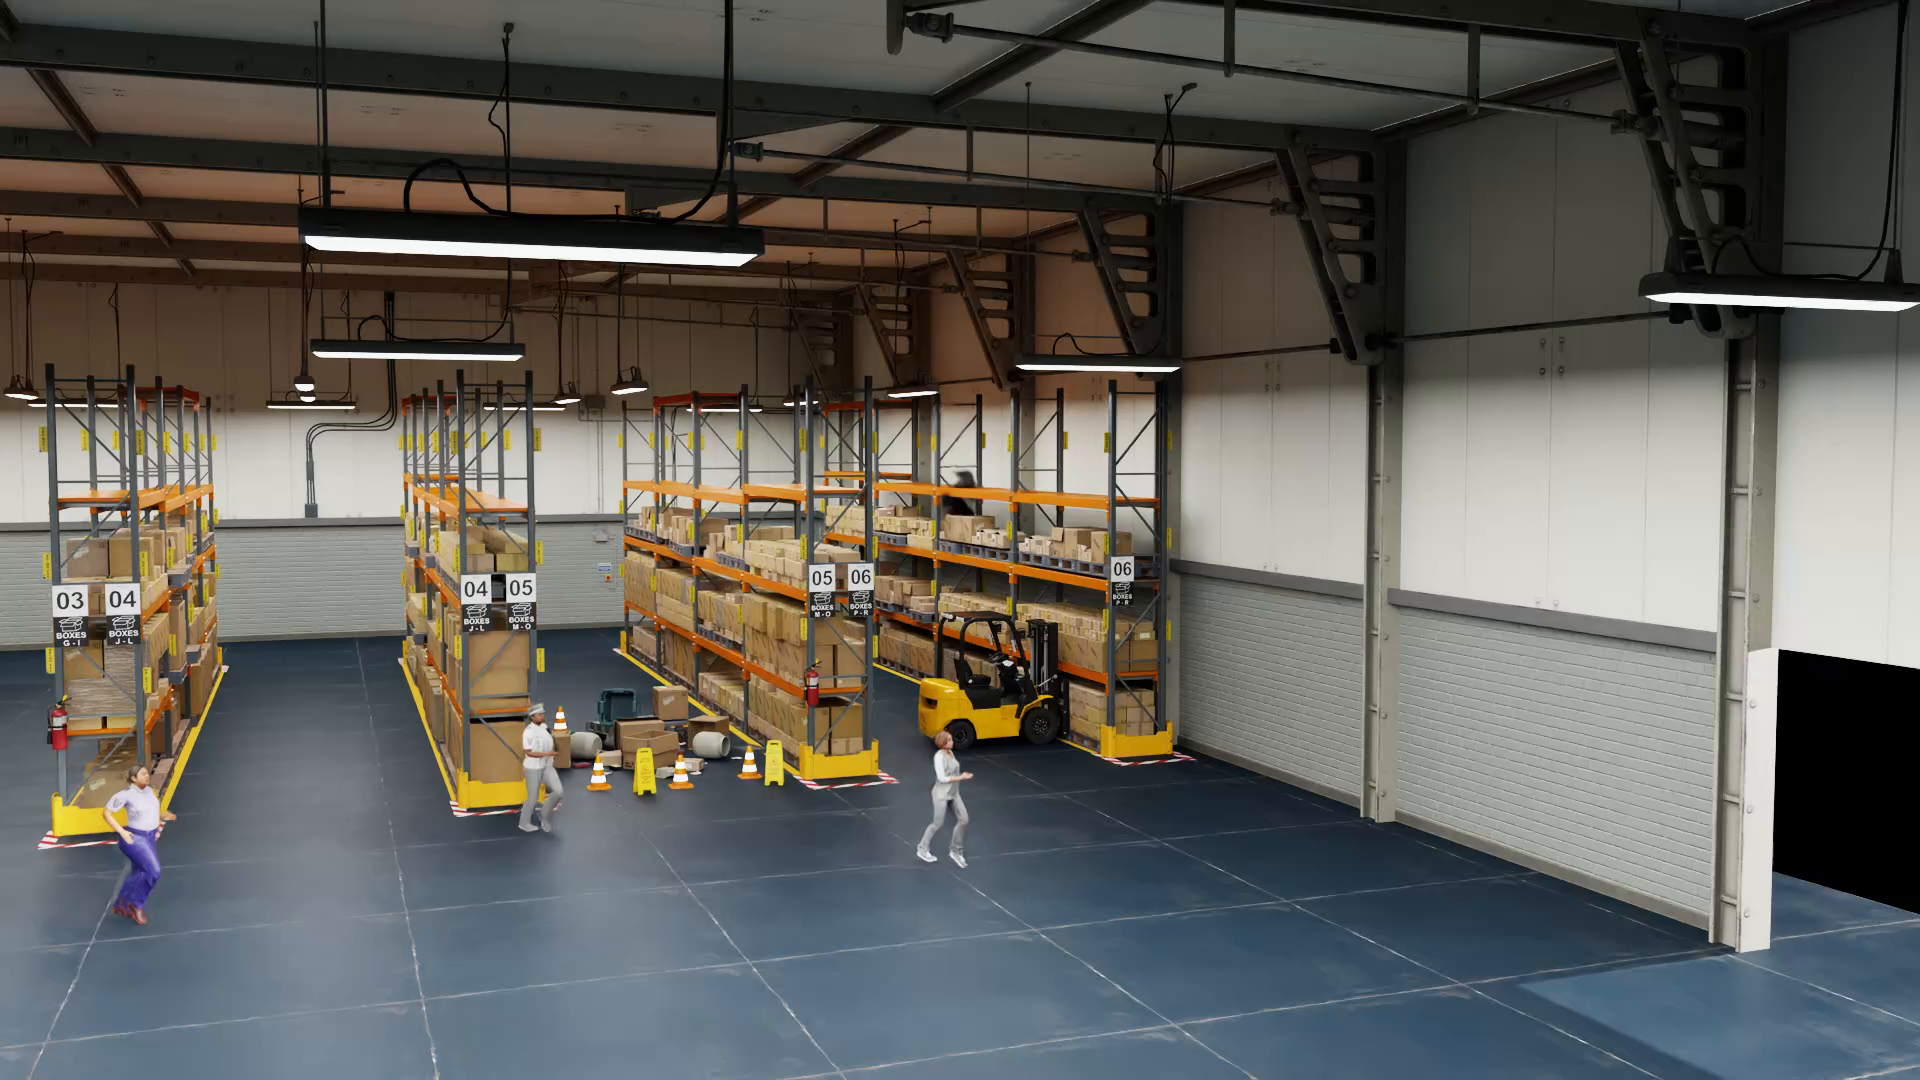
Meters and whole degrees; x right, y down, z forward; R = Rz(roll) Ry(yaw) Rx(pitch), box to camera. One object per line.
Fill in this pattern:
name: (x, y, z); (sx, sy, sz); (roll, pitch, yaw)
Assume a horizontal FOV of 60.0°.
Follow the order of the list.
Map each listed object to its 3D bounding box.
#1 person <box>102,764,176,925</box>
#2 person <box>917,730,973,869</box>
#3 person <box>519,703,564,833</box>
person: (-8.570, 3.272, 17.401); (0.693, 1.481, 0.579); (0, 3, 3)
person: (-0.172, 3.053, 19.587); (0.711, 1.638, 0.504); (2, 4, 28)
person: (-5.349, 2.915, 21.244); (0.670, 1.690, 0.546); (2, 4, 29)
